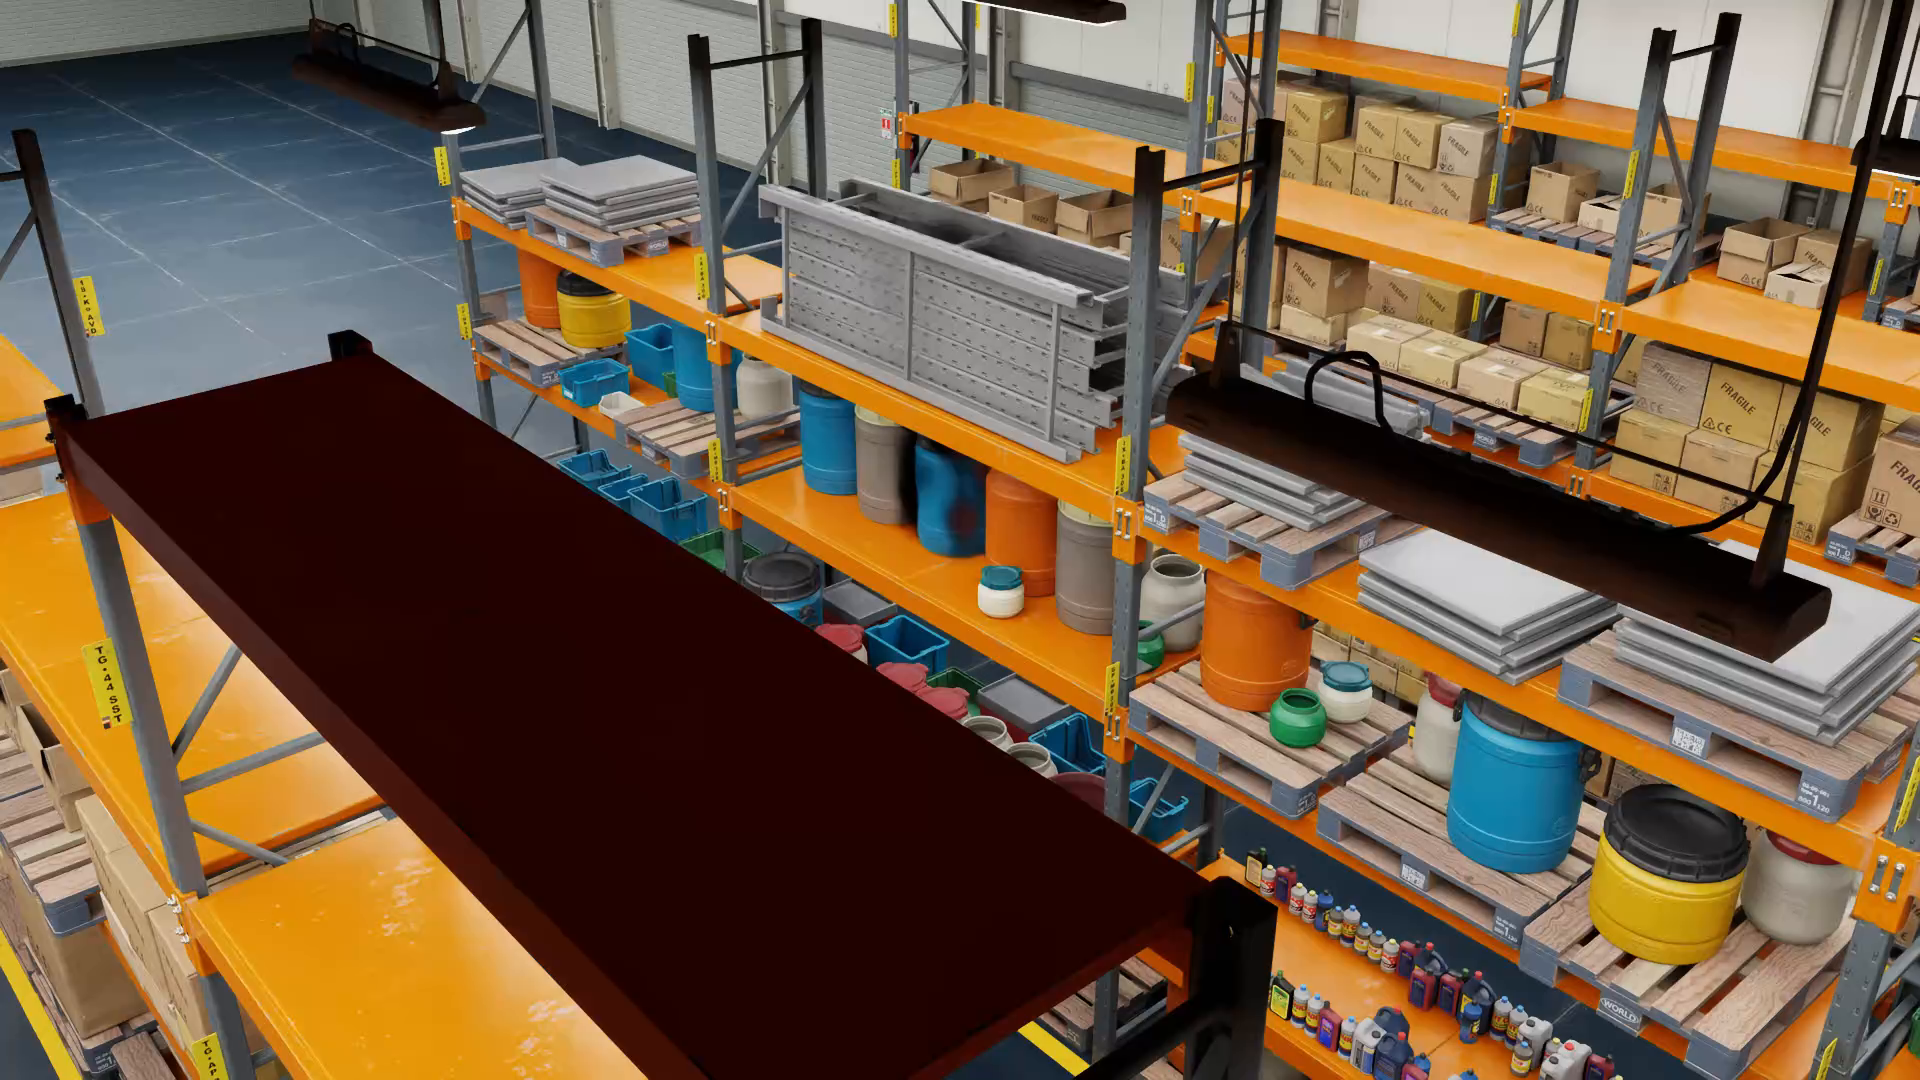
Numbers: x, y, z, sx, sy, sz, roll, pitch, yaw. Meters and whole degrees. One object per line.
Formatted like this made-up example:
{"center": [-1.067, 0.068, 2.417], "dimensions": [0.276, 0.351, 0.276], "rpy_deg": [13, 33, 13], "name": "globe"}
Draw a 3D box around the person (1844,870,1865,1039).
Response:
{"center": [5.664, 2.432, 10.835], "dimensions": [0.657, 1.784, 0.796], "rpy_deg": [-21, 34, -35], "name": "person"}
